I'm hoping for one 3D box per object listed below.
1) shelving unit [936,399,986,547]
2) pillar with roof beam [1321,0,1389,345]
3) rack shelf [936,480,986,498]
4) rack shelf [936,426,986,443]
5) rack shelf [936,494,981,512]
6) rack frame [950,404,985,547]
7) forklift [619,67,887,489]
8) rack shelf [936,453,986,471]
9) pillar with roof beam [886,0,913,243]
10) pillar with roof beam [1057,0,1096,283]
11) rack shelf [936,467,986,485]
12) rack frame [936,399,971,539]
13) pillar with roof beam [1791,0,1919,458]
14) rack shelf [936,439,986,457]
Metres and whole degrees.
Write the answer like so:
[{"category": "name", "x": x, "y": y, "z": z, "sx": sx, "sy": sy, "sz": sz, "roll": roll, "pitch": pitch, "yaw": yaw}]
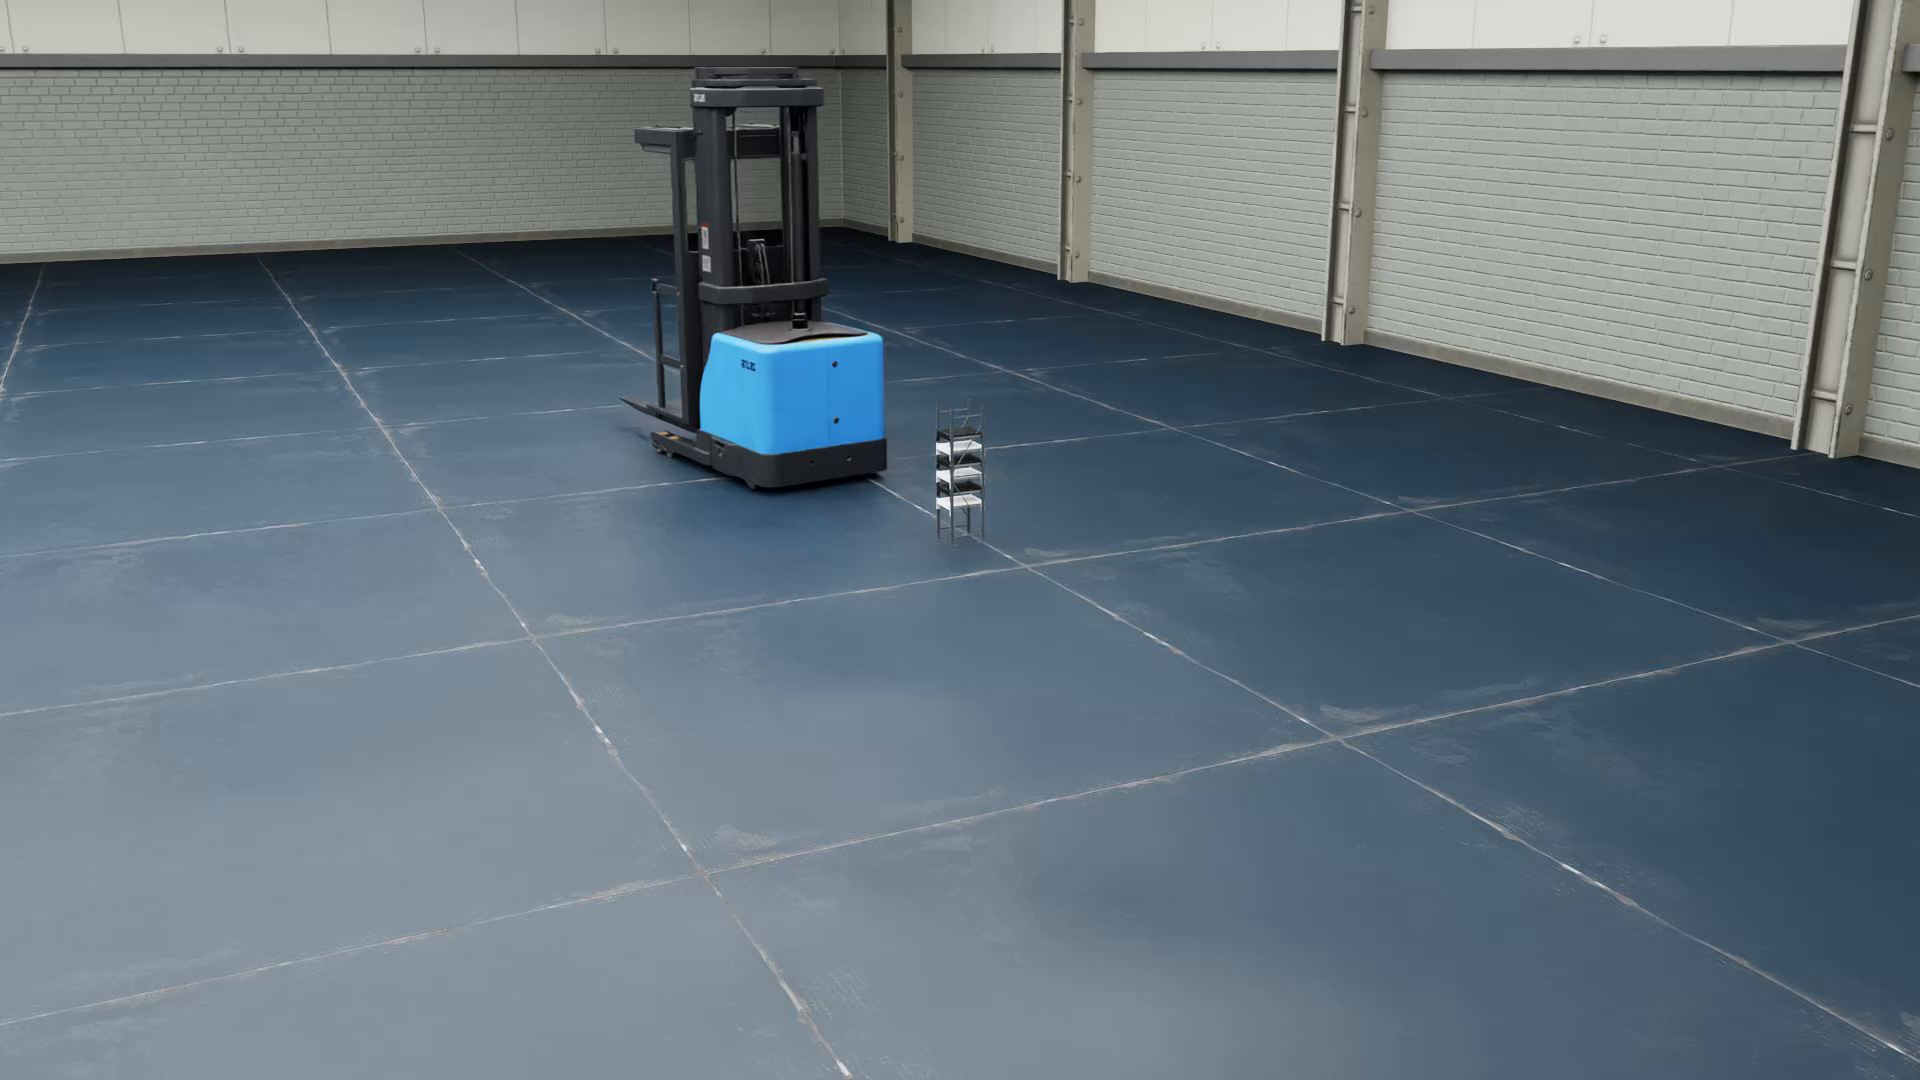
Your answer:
[{"category": "shelving unit", "x": 0.004, "y": -0.431, "z": 10.620, "sx": 0.258, "sy": 0.900, "sz": 0.210, "roll": -8, "pitch": 18, "yaw": -25}, {"category": "pillar with roof beam", "x": 0.369, "y": -5.996, "z": 15.332, "sx": 9.100, "sy": 9.000, "sz": 0.400, "roll": -8, "pitch": 18, "yaw": -25}, {"category": "rack shelf", "x": 0.004, "y": -0.312, "z": 10.654, "sx": 0.258, "sy": 0.077, "sz": 0.200, "roll": -8, "pitch": 18, "yaw": -25}, {"category": "rack shelf", "x": 0.004, "y": -0.658, "z": 10.554, "sx": 0.258, "sy": 0.077, "sz": 0.200, "roll": -8, "pitch": 18, "yaw": -25}, {"category": "rack shelf", "x": 0.004, "y": -0.225, "z": 10.678, "sx": 0.258, "sy": 0.077, "sz": 0.200, "roll": -8, "pitch": 18, "yaw": -25}, {"category": "rack frame", "x": 0.048, "y": -0.405, "z": 10.532, "sx": 0.240, "sy": 0.900, "sz": 0.006, "roll": -8, "pitch": 18, "yaw": -25}, {"category": "forklift", "x": -1.785, "y": -2.124, "z": 12.838, "sx": 1.130, "sy": 2.935, "sz": 3.031, "roll": -11, "pitch": 19, "yaw": -33}, {"category": "rack shelf", "x": 0.004, "y": -0.485, "z": 10.604, "sx": 0.258, "sy": 0.077, "sz": 0.200, "roll": -8, "pitch": 18, "yaw": -25}, {"category": "pillar with roof beam", "x": -4.888, "y": -8.972, "z": 25.700, "sx": 9.100, "sy": 9.000, "sz": 0.400, "roll": -8, "pitch": 18, "yaw": -25}, {"category": "pillar with roof beam", "x": -2.260, "y": -7.484, "z": 20.516, "sx": 9.100, "sy": 9.000, "sz": 0.400, "roll": -8, "pitch": 18, "yaw": -25}, {"category": "rack shelf", "x": 0.004, "y": -0.398, "z": 10.629, "sx": 0.258, "sy": 0.077, "sz": 0.200, "roll": -8, "pitch": 18, "yaw": -25}, {"category": "rack frame", "x": -0.041, "y": -0.456, "z": 10.707, "sx": 0.240, "sy": 0.900, "sz": 0.006, "roll": -8, "pitch": 18, "yaw": -25}, {"category": "pillar with roof beam", "x": 2.997, "y": -4.508, "z": 10.147, "sx": 9.100, "sy": 9.000, "sz": 0.400, "roll": -8, "pitch": 18, "yaw": -25}, {"category": "rack shelf", "x": 0.004, "y": -0.572, "z": 10.579, "sx": 0.258, "sy": 0.077, "sz": 0.200, "roll": -8, "pitch": 18, "yaw": -25}]
